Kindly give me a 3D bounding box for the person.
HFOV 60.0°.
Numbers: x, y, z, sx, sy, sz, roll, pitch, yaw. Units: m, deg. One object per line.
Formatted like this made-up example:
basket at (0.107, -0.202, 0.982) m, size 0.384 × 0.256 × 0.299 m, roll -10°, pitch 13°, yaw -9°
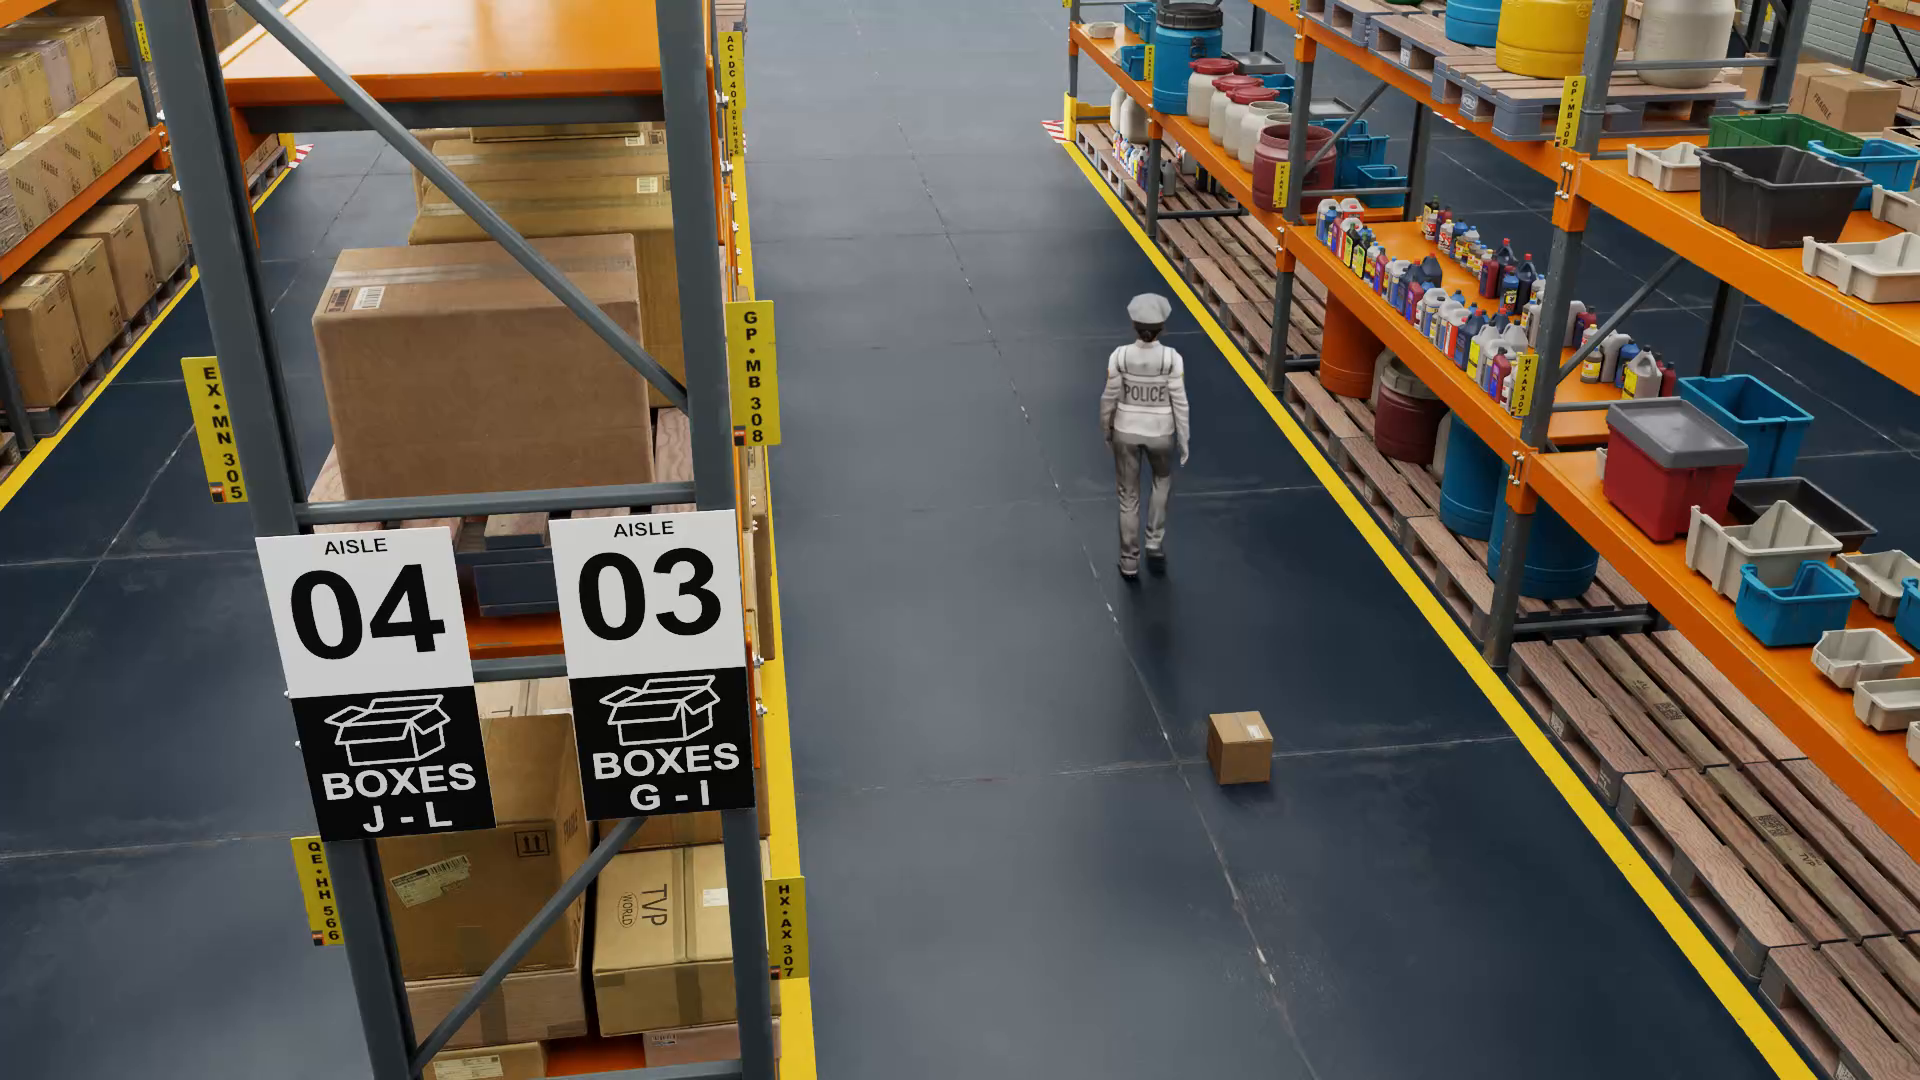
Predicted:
person at (1.080, -0.592, 9.755) m, size 0.528 × 1.739 × 0.488 m, roll 3°, pitch 27°, yaw 6°
